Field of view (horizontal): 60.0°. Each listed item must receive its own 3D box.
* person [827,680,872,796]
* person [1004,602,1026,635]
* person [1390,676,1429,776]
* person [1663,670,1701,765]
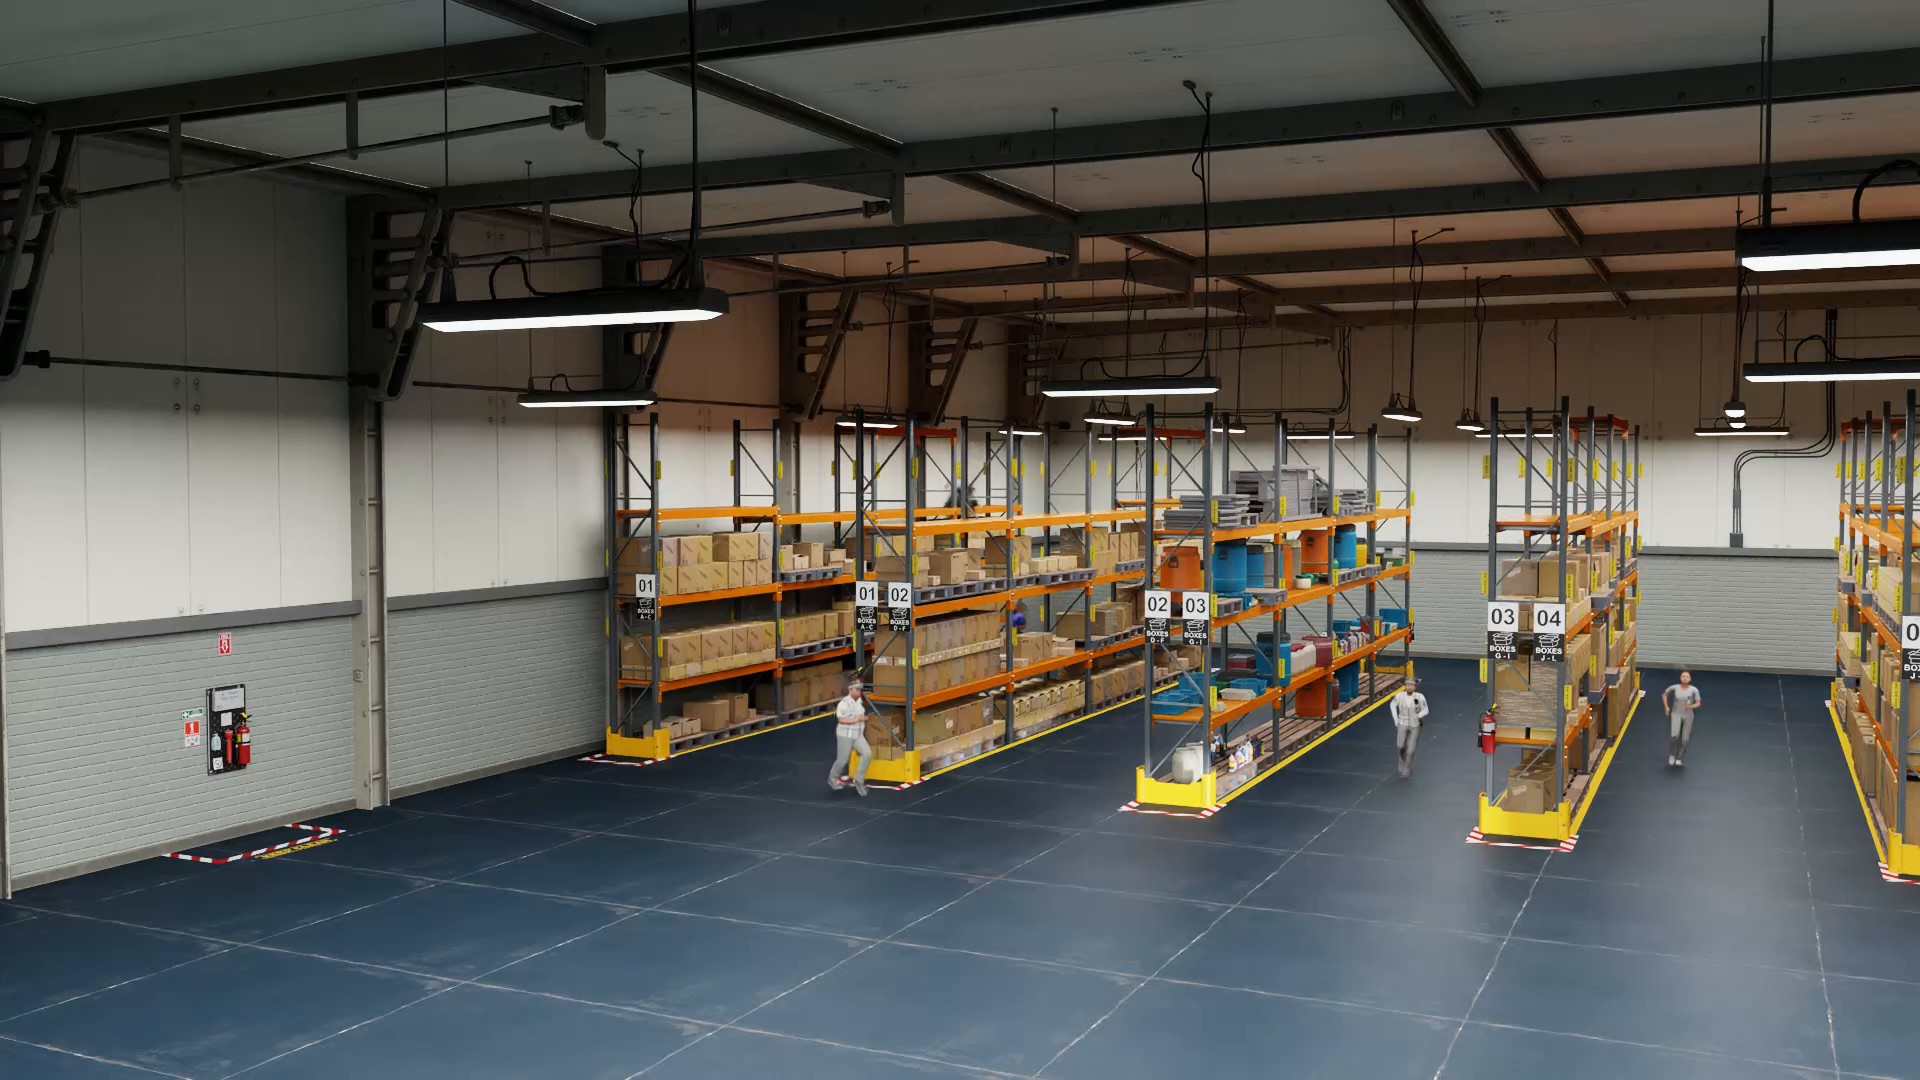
[{"bbox_3d":[-1.709,3.050,25.705,0.870,1.824,0.687,2,3,37],"label":"person"},{"bbox_3d":[1.252,2.272,38.683,0.579,1.677,0.867,1,2,16],"label":"person"},{"bbox_3d":[7.298,3.029,27.029,0.613,1.651,0.599,1,3,18],"label":"person"},{"bbox_3d":[12.156,2.999,27.986,0.567,1.621,0.599,1,3,16],"label":"person"}]
